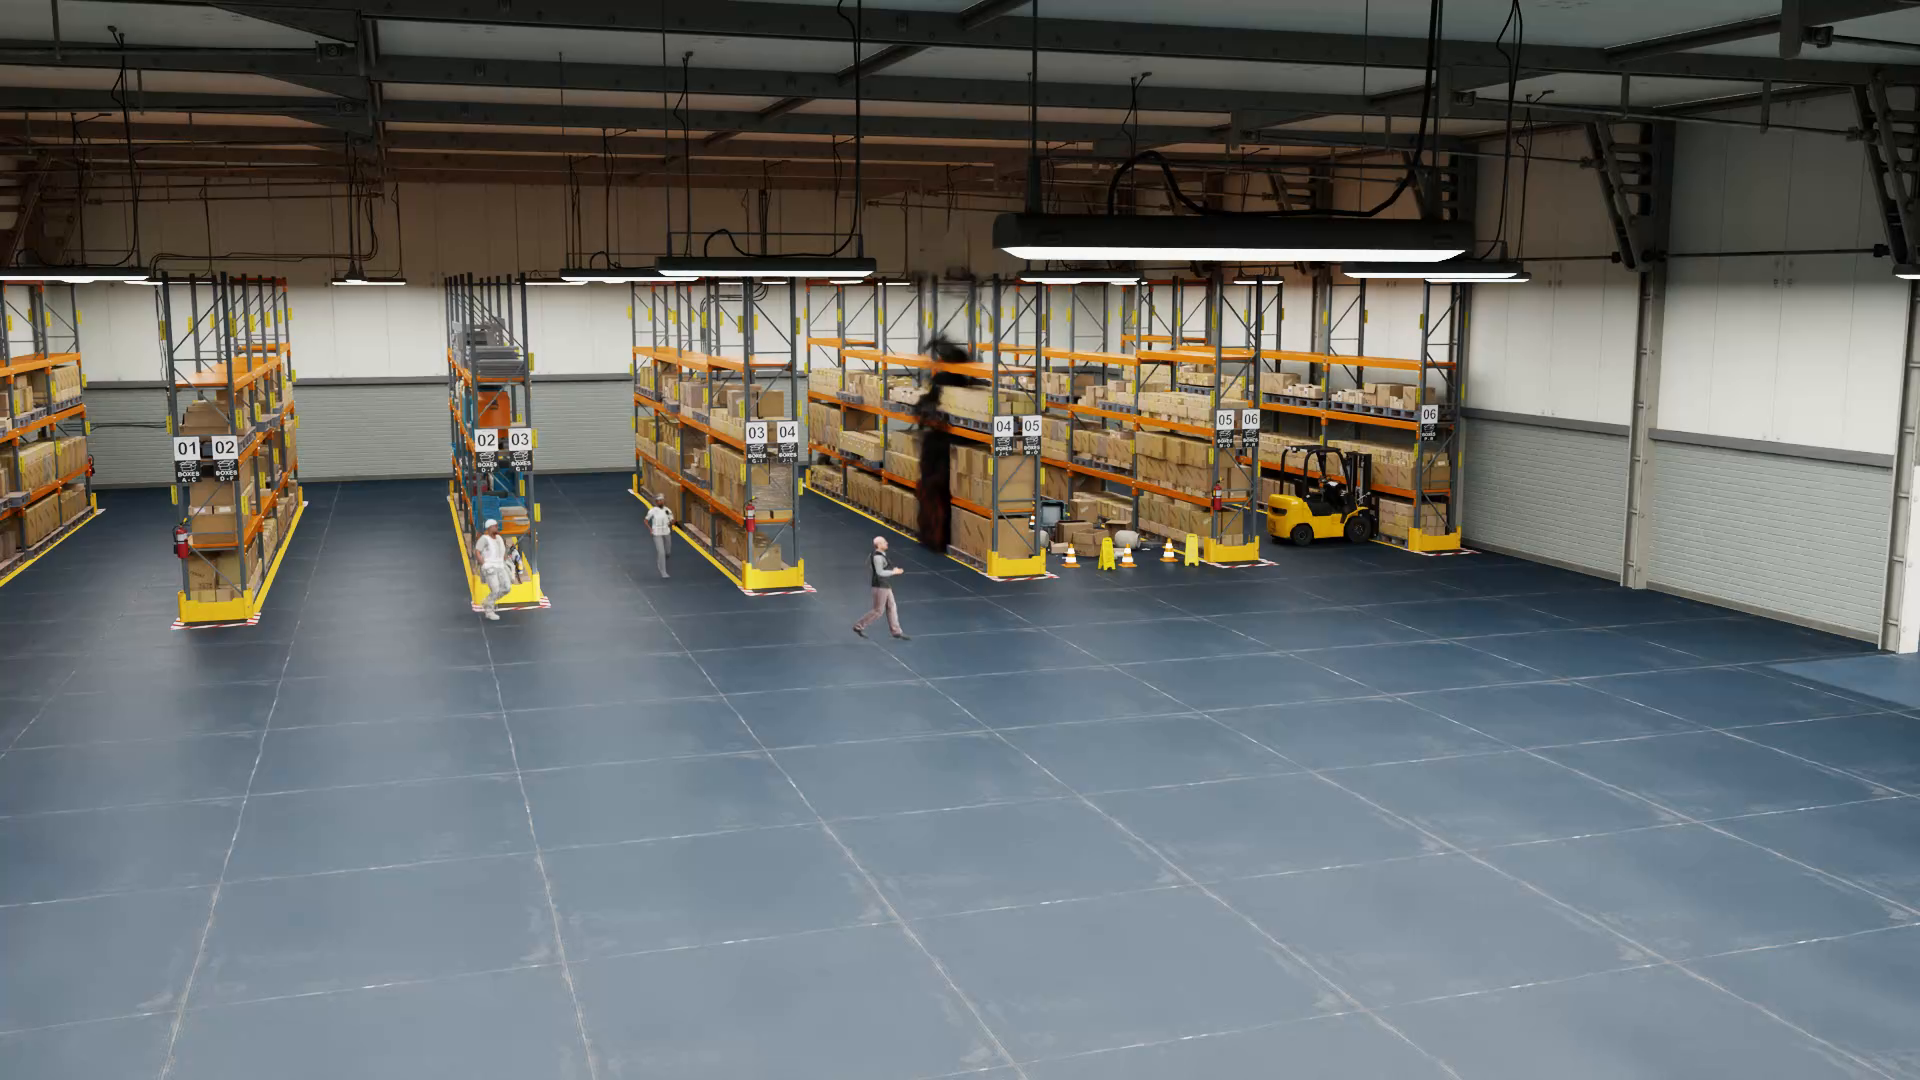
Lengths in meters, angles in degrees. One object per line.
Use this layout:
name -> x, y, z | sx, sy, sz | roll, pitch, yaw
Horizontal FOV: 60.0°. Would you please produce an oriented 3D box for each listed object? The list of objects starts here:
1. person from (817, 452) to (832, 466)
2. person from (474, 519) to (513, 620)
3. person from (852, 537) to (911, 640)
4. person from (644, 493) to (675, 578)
person -> -3.982, -2.651, 49.867 | 0.728, 1.853, 0.744 | -3, 9, -18
person -> -8.107, 0.509, 29.060 | 0.520, 1.722, 0.744 | 5, 10, 27
person -> -1.277, 0.796, 26.957 | 0.950, 1.725, 0.657 | 0, 9, 1
person -> -5.986, -0.111, 33.257 | 0.588, 1.669, 0.815 | -5, 10, -28
